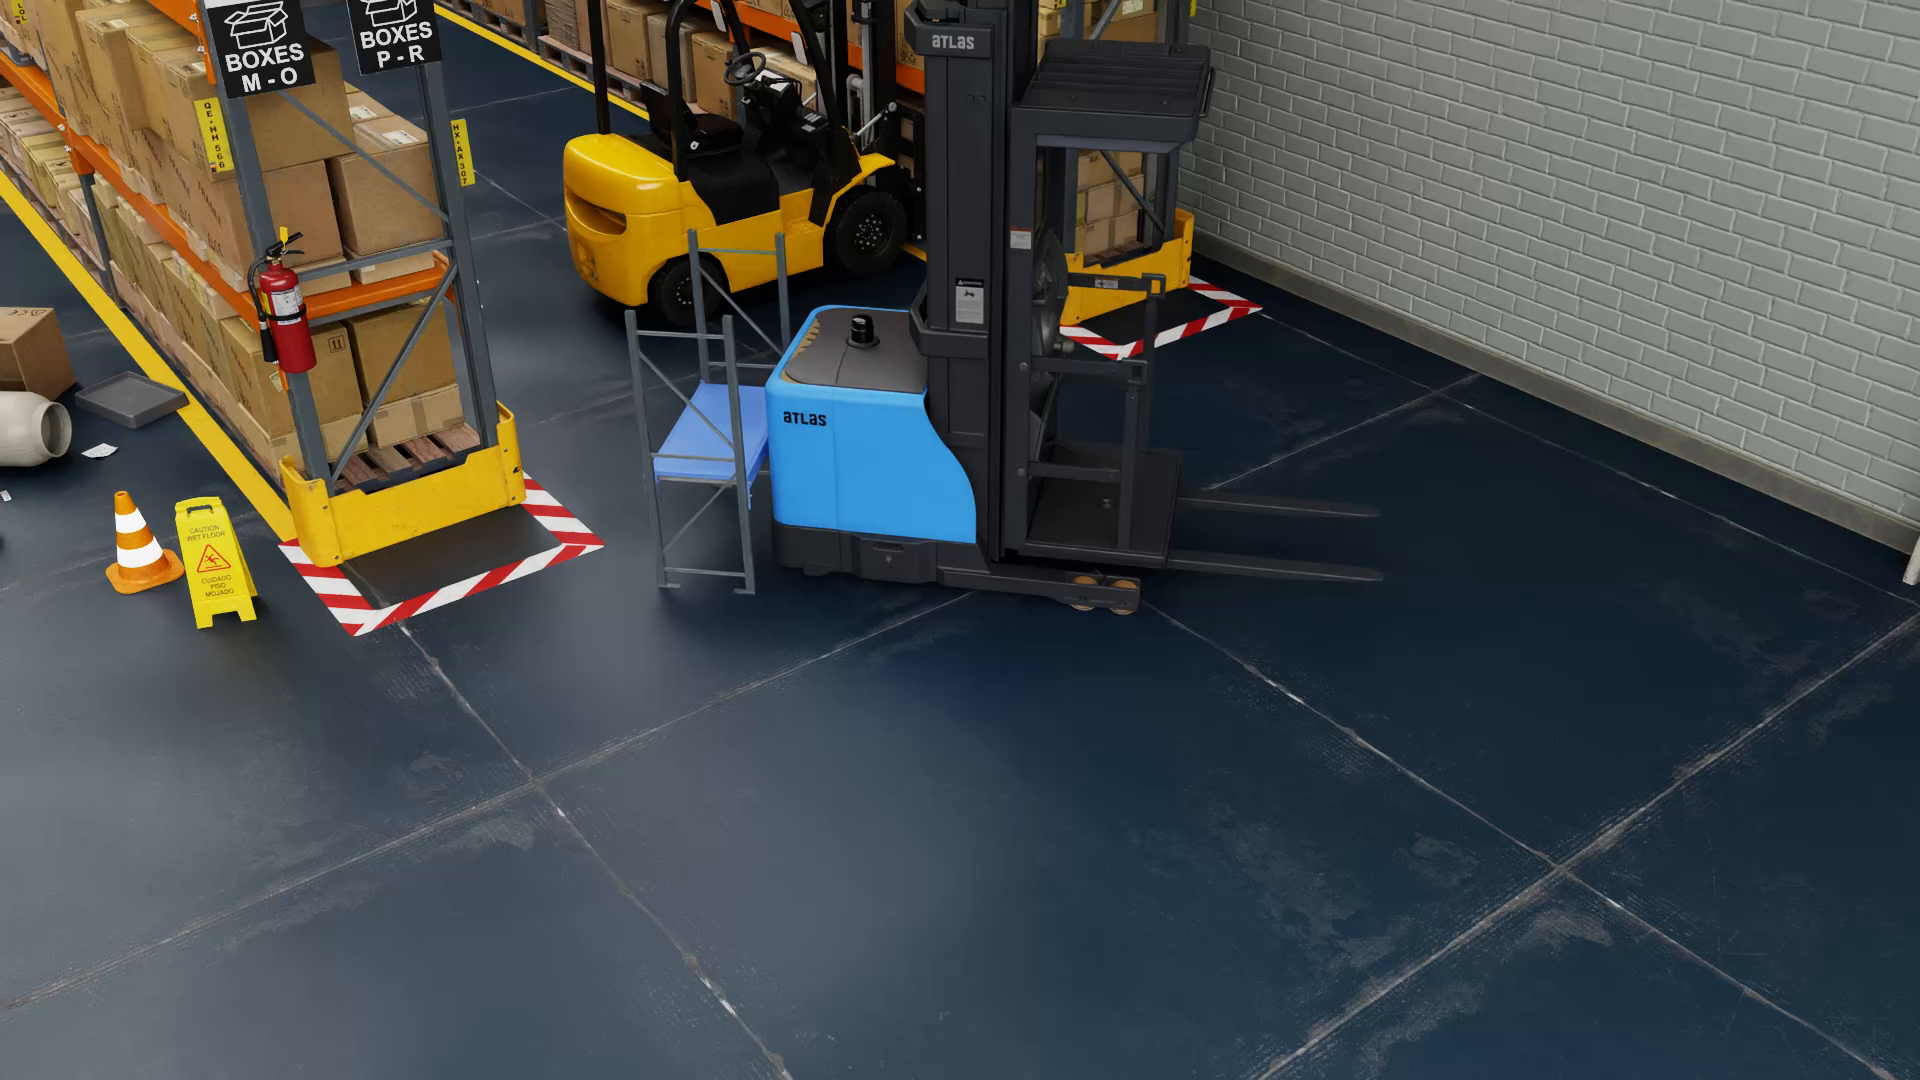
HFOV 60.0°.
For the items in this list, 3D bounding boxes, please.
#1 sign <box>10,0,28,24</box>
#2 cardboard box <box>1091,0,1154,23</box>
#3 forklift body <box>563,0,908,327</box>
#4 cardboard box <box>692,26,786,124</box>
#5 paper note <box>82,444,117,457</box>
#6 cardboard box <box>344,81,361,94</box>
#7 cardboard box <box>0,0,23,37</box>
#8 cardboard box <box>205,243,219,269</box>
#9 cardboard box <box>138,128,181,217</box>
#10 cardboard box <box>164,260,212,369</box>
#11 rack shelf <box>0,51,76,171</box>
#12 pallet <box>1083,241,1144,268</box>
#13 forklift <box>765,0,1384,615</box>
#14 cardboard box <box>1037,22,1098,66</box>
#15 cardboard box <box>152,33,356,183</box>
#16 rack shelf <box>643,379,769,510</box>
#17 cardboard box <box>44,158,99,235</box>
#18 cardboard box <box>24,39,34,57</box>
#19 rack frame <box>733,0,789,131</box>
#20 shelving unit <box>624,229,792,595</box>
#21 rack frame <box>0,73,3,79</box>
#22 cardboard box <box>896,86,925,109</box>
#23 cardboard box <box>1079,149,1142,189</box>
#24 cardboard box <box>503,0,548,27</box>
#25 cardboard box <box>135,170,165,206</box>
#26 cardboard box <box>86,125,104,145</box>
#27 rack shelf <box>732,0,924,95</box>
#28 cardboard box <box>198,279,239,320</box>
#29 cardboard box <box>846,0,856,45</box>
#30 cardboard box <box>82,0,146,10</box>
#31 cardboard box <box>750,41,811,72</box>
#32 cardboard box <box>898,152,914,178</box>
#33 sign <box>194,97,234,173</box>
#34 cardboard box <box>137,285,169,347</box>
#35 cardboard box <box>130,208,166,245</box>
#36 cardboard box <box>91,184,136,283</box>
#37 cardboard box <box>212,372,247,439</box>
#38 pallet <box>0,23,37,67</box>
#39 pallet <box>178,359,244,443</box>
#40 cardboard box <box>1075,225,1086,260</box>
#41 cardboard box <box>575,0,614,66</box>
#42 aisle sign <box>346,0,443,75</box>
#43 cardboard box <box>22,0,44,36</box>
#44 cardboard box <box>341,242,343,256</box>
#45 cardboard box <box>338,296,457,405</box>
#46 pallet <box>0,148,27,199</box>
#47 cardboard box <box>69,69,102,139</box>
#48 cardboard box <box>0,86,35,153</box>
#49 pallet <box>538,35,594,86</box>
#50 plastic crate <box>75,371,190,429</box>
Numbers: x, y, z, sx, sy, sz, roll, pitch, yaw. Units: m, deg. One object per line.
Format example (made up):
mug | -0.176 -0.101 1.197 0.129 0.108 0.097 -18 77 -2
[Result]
sign | -5.761 -3.326 10.164 0.100 0.325 0.005 -22 38 -31
cardboard box | 1.044 -3.499 10.831 0.380 0.149 0.250 -23 39 -33
forklift body | -1.557 -2.795 11.211 2.313 2.155 1.214 -22 38 -31
cardboard box | -1.735 -4.006 14.209 0.875 0.625 0.625 -20 37 -29
paper note | -4.940 -0.516 9.551 0.148 0.019 0.142 18 36 27
cardboard box | -3.577 -2.231 9.122 0.500 0.500 0.500 -23 39 -32
cardboard box | -6.094 -3.687 11.068 0.500 0.500 0.500 -22 38 -31
cardboard box | -3.653 -1.511 8.578 0.380 0.149 0.250 -23 39 -32
cardboard box | -4.030 -2.074 8.869 0.500 0.500 0.500 -22 38 -32
cardboard box | -4.196 -1.355 9.586 0.500 0.500 0.500 -23 39 -32
rack shelf | -6.551 -3.543 12.293 1.077 0.370 4.000 -22 38 -31
pallet | 0.545 -2.076 11.892 1.003 0.211 1.213 -22 38 -31
forklift | 0.616 -1.184 7.879 3.031 2.935 1.130 6 32 9
cardboard box | 0.538 -3.118 10.832 0.500 0.500 0.500 -23 39 -32
cardboard box | -3.357 -2.084 7.938 0.700 0.500 0.500 -23 39 -33
rack shelf | -1.201 -0.503 8.475 0.538 0.185 1.000 4 32 7
cardboard box | -6.092 -2.593 12.175 0.950 0.372 0.625 -20 37 -29
cardboard box | -6.006 -3.327 11.104 0.380 0.149 0.250 -24 39 -33
rack frame | -1.406 -4.622 13.349 1.000 3.000 0.127 -22 38 -31
shelving unit | -1.203 -0.656 8.381 0.538 1.500 1.048 4 32 7
rack frame | -7.777 -4.682 13.445 1.000 3.000 0.127 -22 38 -31
cardboard box | -0.422 -3.113 12.180 0.500 0.250 0.500 -23 39 -32
cardboard box | 0.902 -2.652 11.437 0.500 0.250 0.500 -23 39 -32
cardboard box | -4.288 -5.513 16.754 0.500 0.500 0.500 -21 38 -30
cardboard box | -4.431 -2.041 9.431 0.380 0.149 0.250 -22 38 -32
cardboard box | -5.189 -2.585 10.307 0.380 0.149 0.250 -21 38 -30
rack shelf | -0.179 -3.483 12.197 1.077 0.370 4.000 -22 38 -31
cardboard box | -3.847 -1.333 8.936 0.380 0.149 0.250 -21 38 -30
cardboard box | -0.696 -3.973 12.209 0.500 0.500 0.500 -23 38 -32
cardboard box | -4.252 -2.729 8.977 0.700 0.500 0.500 -23 38 -32
cardboard box | -1.357 -3.754 13.212 0.500 0.250 0.500 -23 39 -32
cardboard box | -0.131 -2.701 11.989 0.500 0.250 0.500 -23 39 -32
sign | -3.322 -1.803 7.413 0.100 0.325 0.005 -22 38 -31
cardboard box | -4.840 -1.473 10.487 0.500 0.250 0.500 -20 37 -29
cardboard box | -4.663 -1.890 9.832 0.380 0.149 0.250 -20 37 -29
cardboard box | -5.176 -2.011 10.641 0.500 0.500 0.500 -20 37 -29
cardboard box | -3.891 -0.826 9.446 0.500 0.250 0.500 -22 38 -31
pallet | -6.531 -3.789 12.189 1.003 0.211 1.213 -22 38 -31
pallet | -4.132 -1.053 10.245 1.003 0.211 1.213 -22 38 -31
cardboard box | 0.509 -2.059 11.431 0.500 0.250 0.500 -22 38 -31
cardboard box | -3.080 -4.925 15.689 0.875 0.625 0.625 -21 37 -30
aisle sign | -2.589 -2.527 7.511 0.394 0.787 0.004 -22 38 -31
cardboard box | -5.226 -3.355 9.984 0.700 0.500 0.500 -23 38 -32
cardboard box | -3.083 -1.550 8.641 0.380 0.149 0.250 -22 38 -31
cardboard box | -3.163 -1.112 9.195 0.500 0.500 0.500 -24 39 -33
pallet | -7.299 -3.171 13.656 1.003 0.211 1.213 -22 38 -31
cardboard box | -4.949 -2.709 9.891 0.500 0.500 0.500 -22 38 -32
cardboard box | -7.439 -3.505 13.644 0.950 0.372 0.625 -25 40 -34
pallet | -3.385 -4.749 16.197 1.003 0.211 1.213 -22 38 -31
plastic crate | -5.009 -0.855 10.051 0.583 0.080 0.402 18 36 27
